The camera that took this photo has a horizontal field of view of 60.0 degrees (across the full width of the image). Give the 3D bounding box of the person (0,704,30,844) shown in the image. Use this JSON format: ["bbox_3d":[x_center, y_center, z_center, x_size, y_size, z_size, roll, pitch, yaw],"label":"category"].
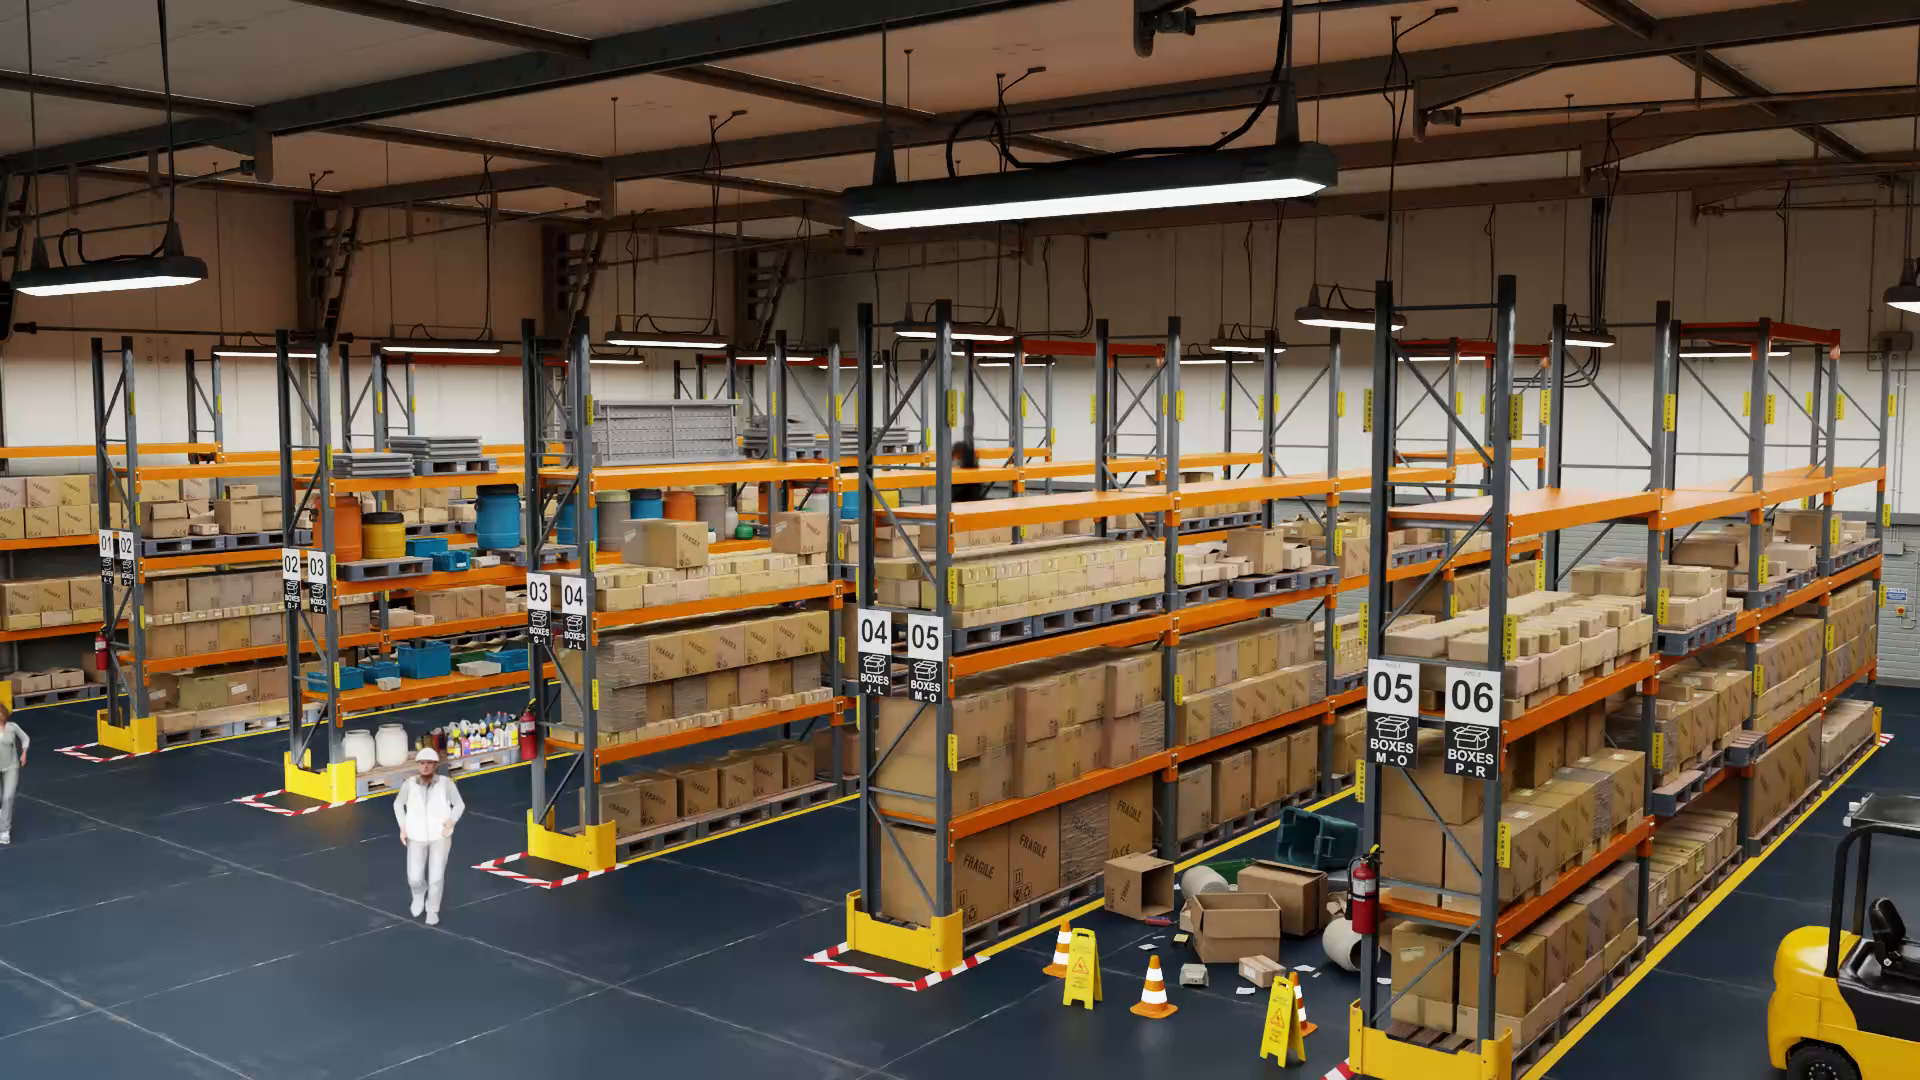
[{"bbox_3d":[-11.202,2.700,19.484,0.555,1.584,0.815,-2,6,-27],"label":"person"}]

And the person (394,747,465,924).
[{"bbox_3d":[-5.175,2.889,16.223,0.672,1.739,0.570,-1,5,-15],"label":"person"}]
